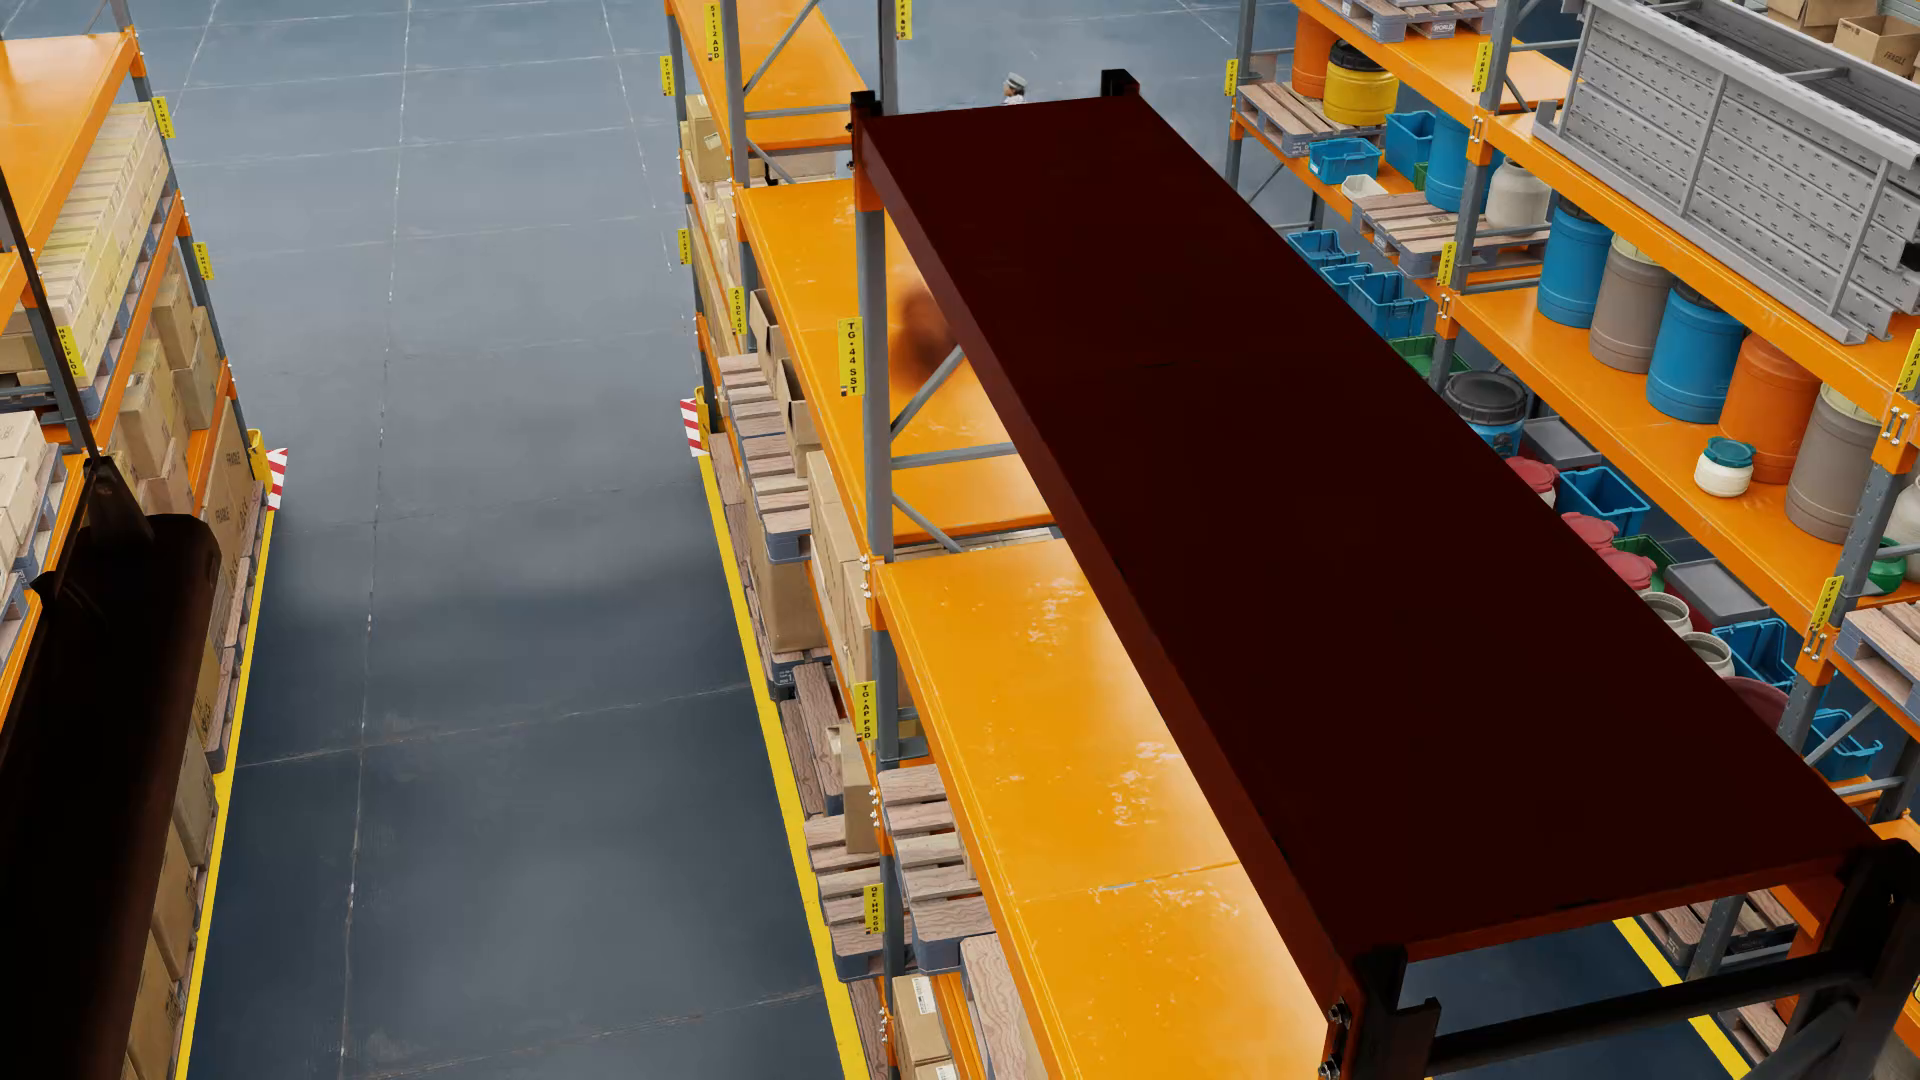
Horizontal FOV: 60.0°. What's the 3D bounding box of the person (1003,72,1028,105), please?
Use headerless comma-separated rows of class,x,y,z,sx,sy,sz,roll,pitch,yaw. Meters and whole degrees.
person,0.556,-4.597,19.306,0.631,1.655,0.587,7,35,10
